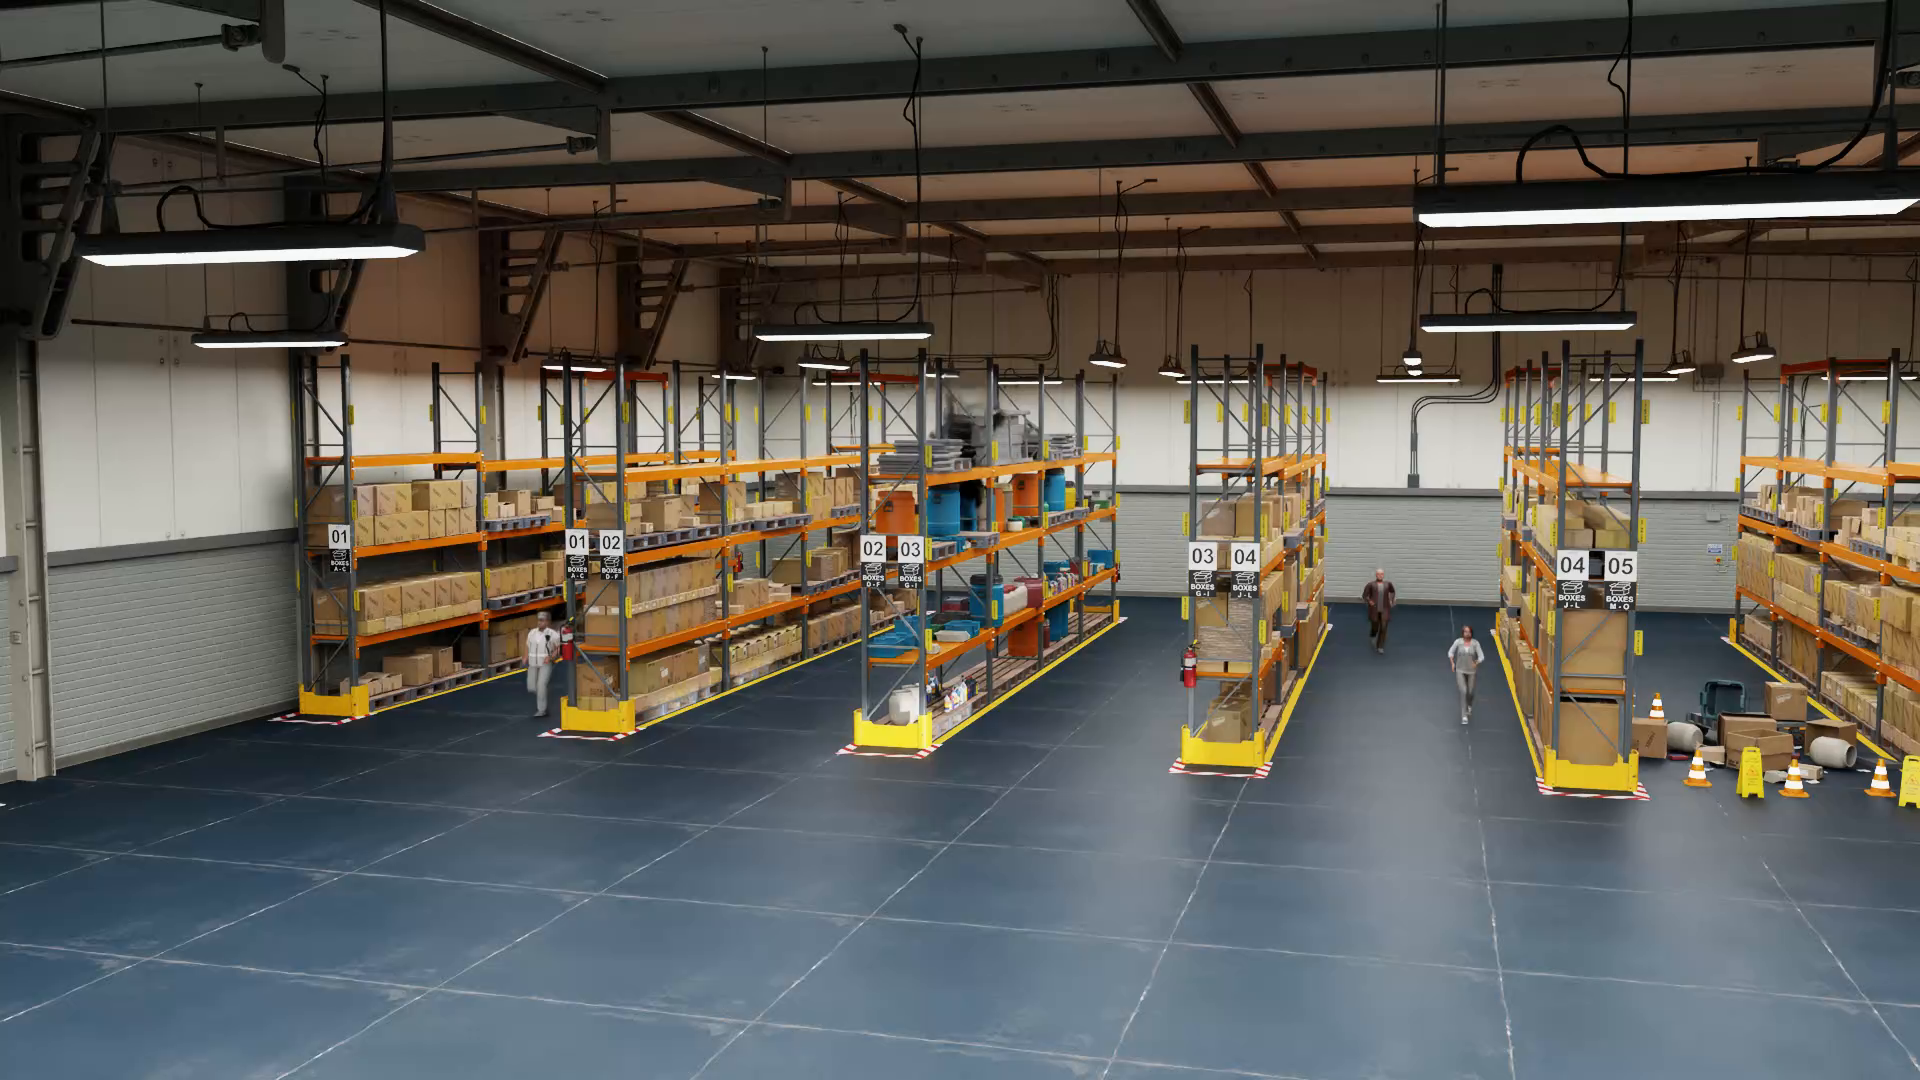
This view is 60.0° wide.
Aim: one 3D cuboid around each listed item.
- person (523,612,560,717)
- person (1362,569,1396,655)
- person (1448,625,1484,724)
[{"bbox_3d":[-6.978,2.054,27.782,0.661,1.725,0.663,1,4,8],"label":"person"},{"bbox_3d":[8.853,1.493,35.105,0.709,1.762,0.945,0,4,6],"label":"person"},{"bbox_3d":[8.258,2.219,27.164,0.558,1.492,0.750,1,4,13],"label":"person"}]
